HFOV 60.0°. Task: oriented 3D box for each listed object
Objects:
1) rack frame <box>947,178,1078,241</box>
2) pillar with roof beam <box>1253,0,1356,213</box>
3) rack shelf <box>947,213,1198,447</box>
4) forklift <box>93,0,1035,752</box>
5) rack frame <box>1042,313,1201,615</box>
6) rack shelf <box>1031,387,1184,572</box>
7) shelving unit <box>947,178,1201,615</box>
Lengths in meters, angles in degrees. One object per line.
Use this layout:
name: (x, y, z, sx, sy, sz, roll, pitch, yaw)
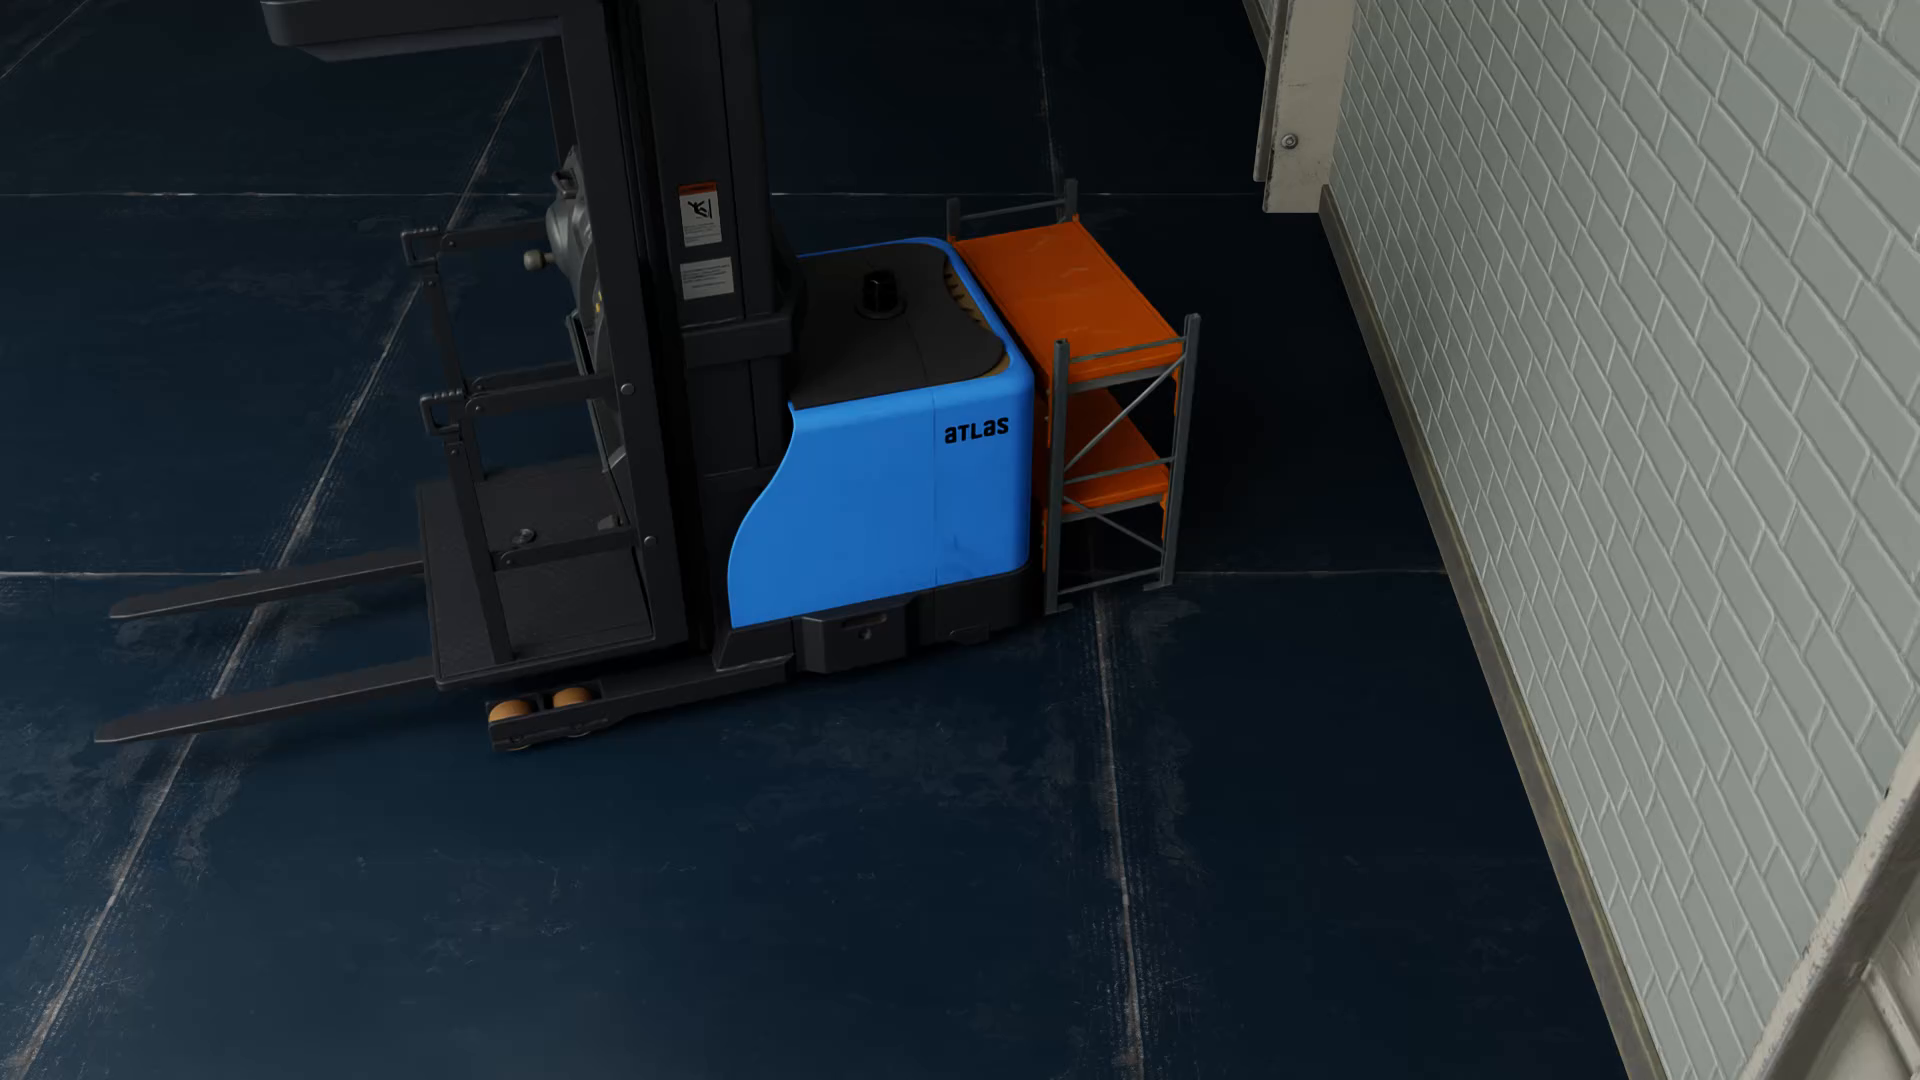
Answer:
rack frame: (0.192, -0.831, 6.388, 0.500, 1.125, 0.032, -13, 40, -15)
pillar with roof beam: (-2.637, -5.265, 5.624, 9.100, 9.000, 0.400, 0, 39, 0)
rack shelf: (0.364, -0.760, 5.831, 0.538, 0.278, 1.000, -13, 40, -15)
forklift: (-1.324, -0.832, 4.945, 3.031, 2.935, 1.130, -11, 40, -14)
rack frame: (0.535, -0.233, 5.641, 0.500, 1.125, 0.032, -13, 40, -15)
rack shelf: (0.364, -0.341, 6.167, 0.538, 0.278, 1.000, -13, 40, -15)
shelving unit: (0.364, -0.532, 6.014, 0.538, 1.125, 1.048, -13, 40, -15)
